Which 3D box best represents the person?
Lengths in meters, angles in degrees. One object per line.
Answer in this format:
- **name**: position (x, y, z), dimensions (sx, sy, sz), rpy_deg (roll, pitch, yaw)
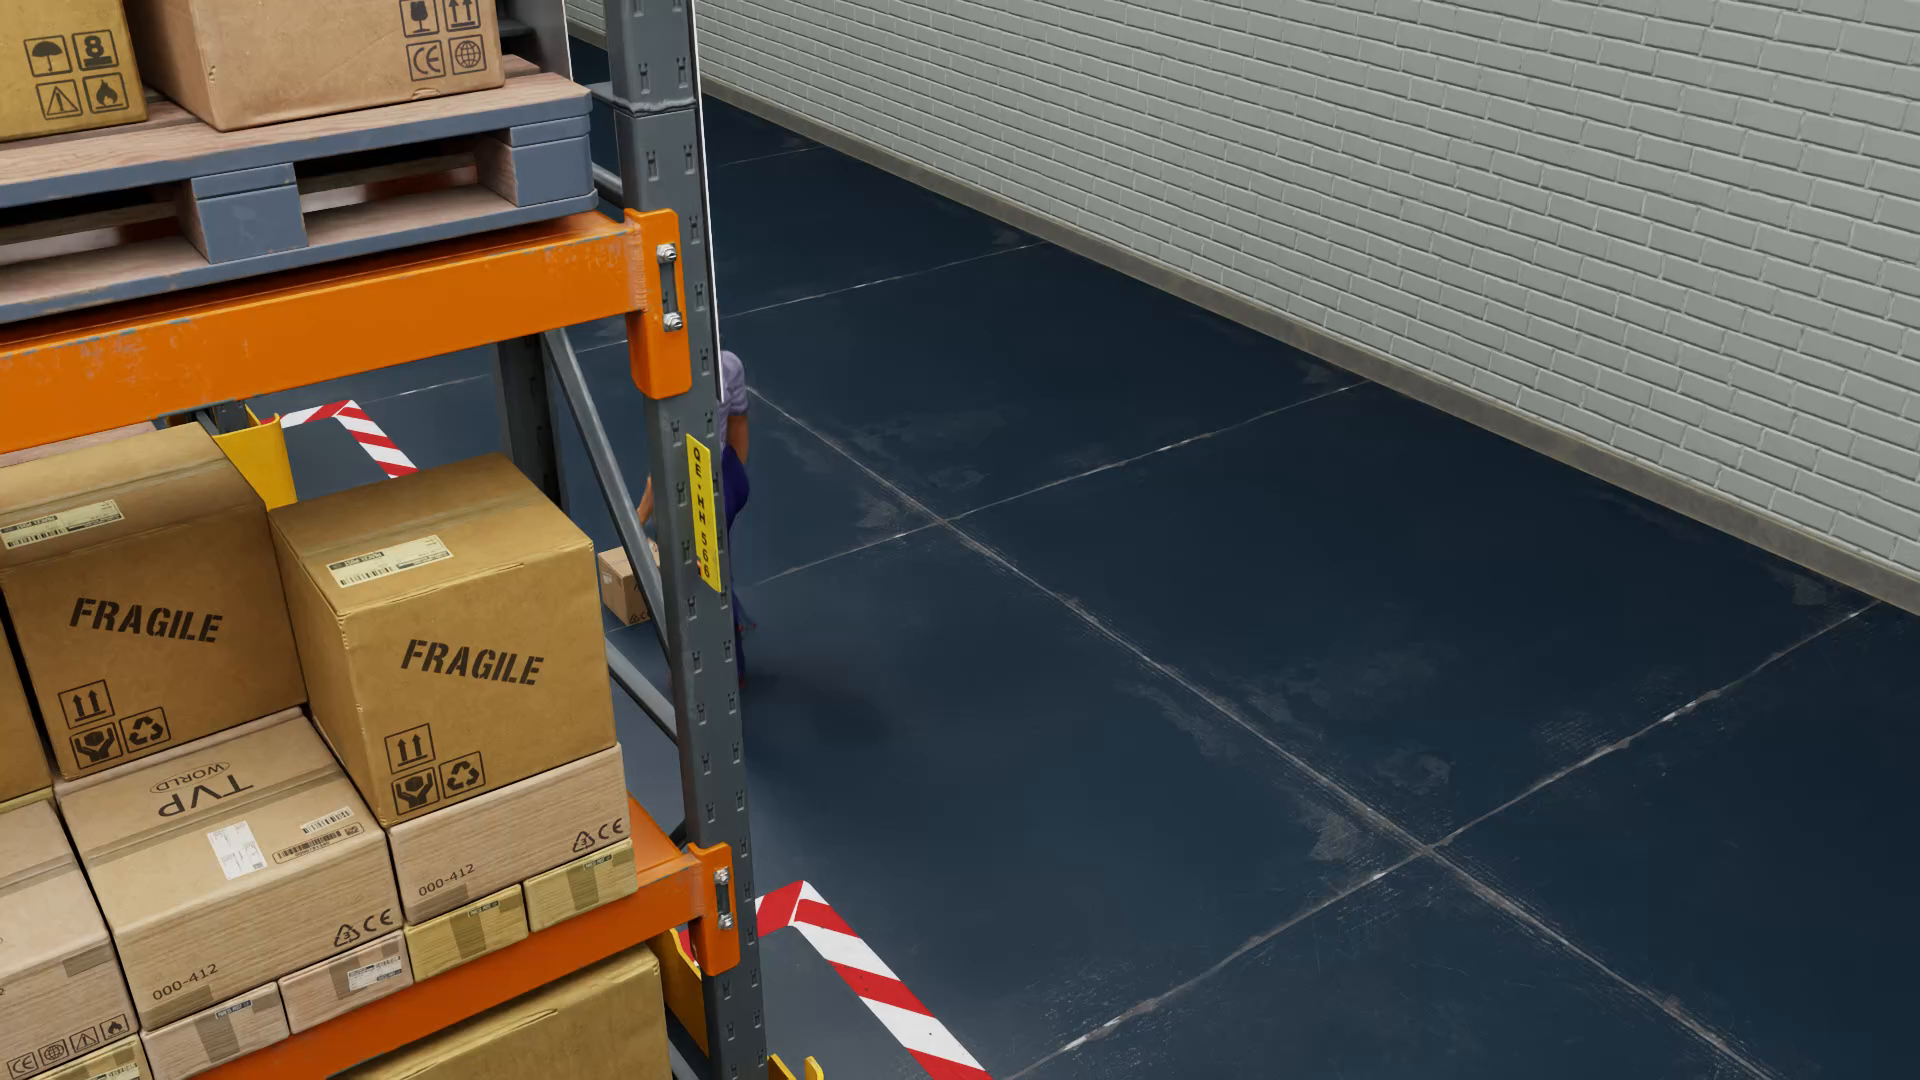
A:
- **person**: position (-1.048, -0.152, 6.405), dimensions (0.450, 1.673, 0.492), rpy_deg (7, 29, 12)
